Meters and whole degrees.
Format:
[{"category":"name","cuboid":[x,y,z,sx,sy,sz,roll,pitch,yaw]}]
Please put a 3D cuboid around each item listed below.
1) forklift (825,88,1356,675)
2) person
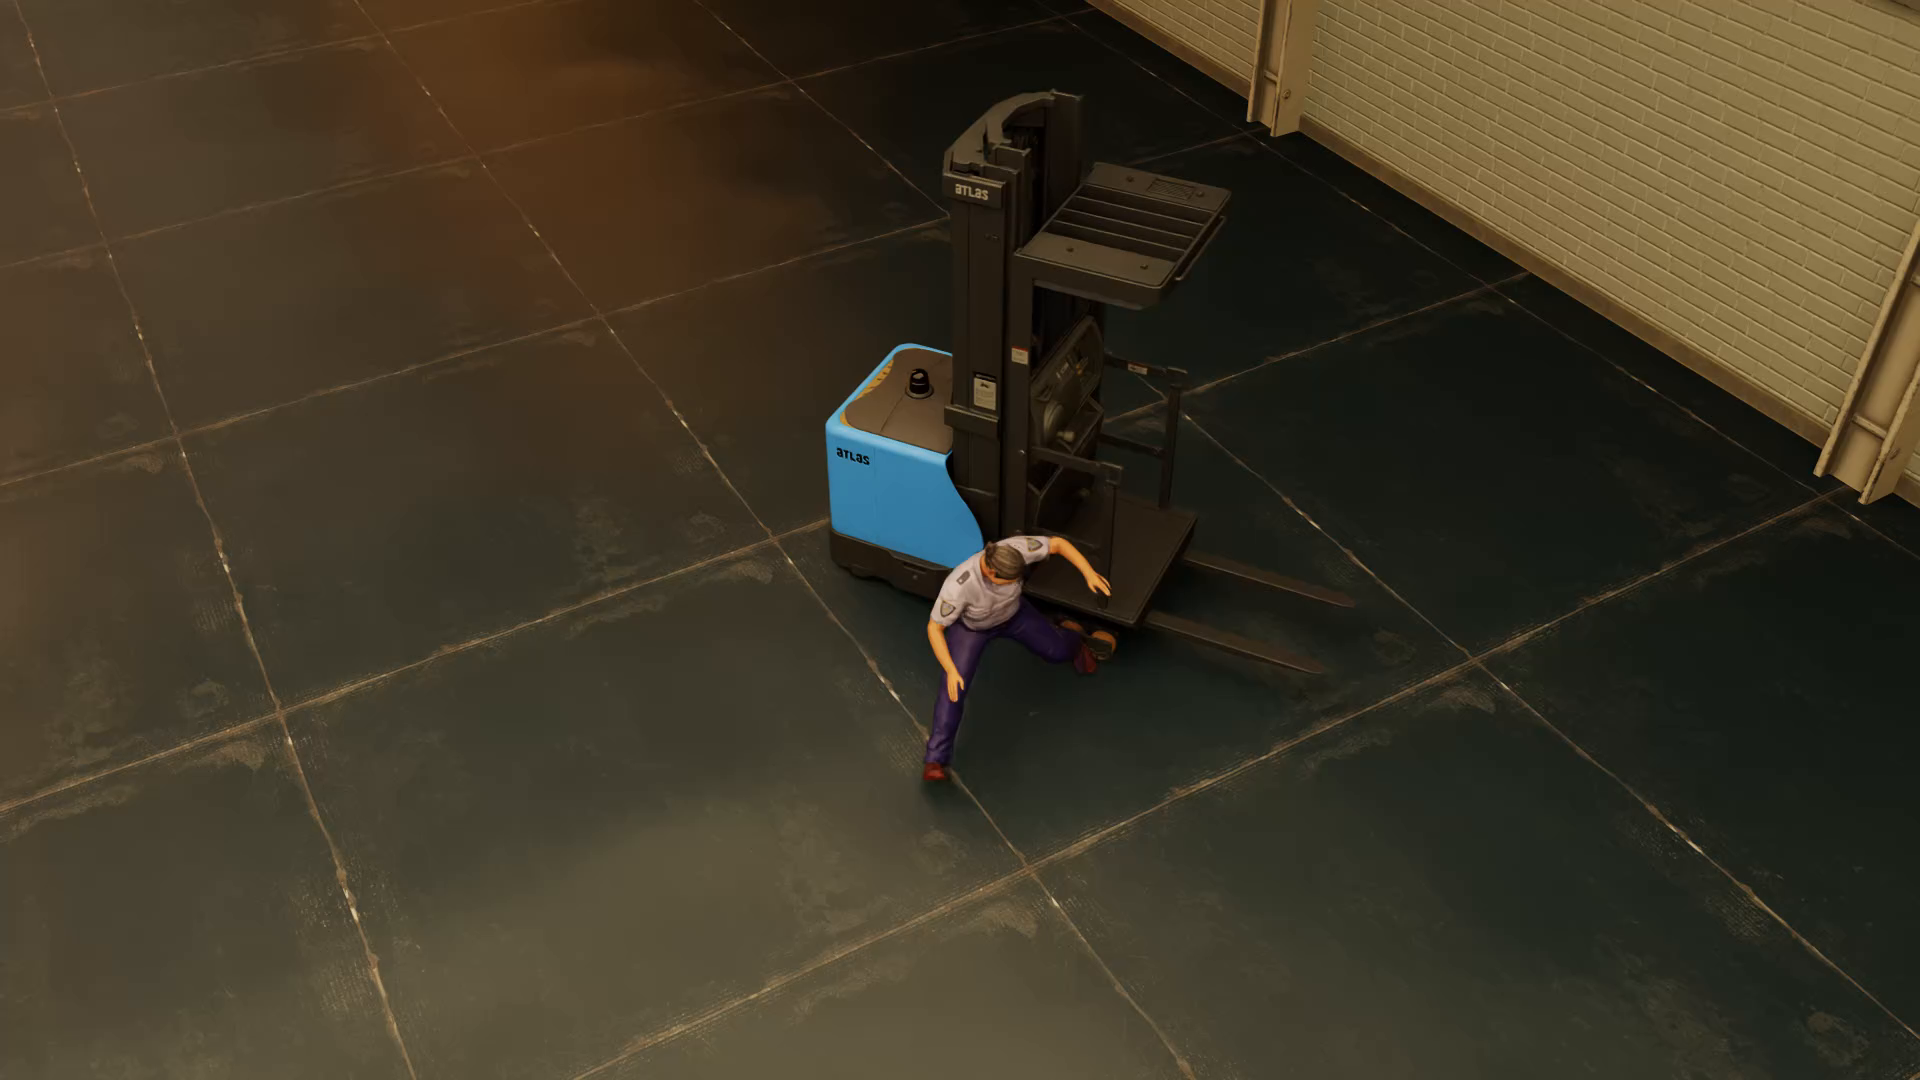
[{"category":"forklift","cuboid":[0.771,-0.834,9.042,3.031,2.935,1.130,17,43,20]},{"category":"person","cuboid":[0.265,0.493,8.714,1.240,1.320,0.863,-14,42,-16]}]
